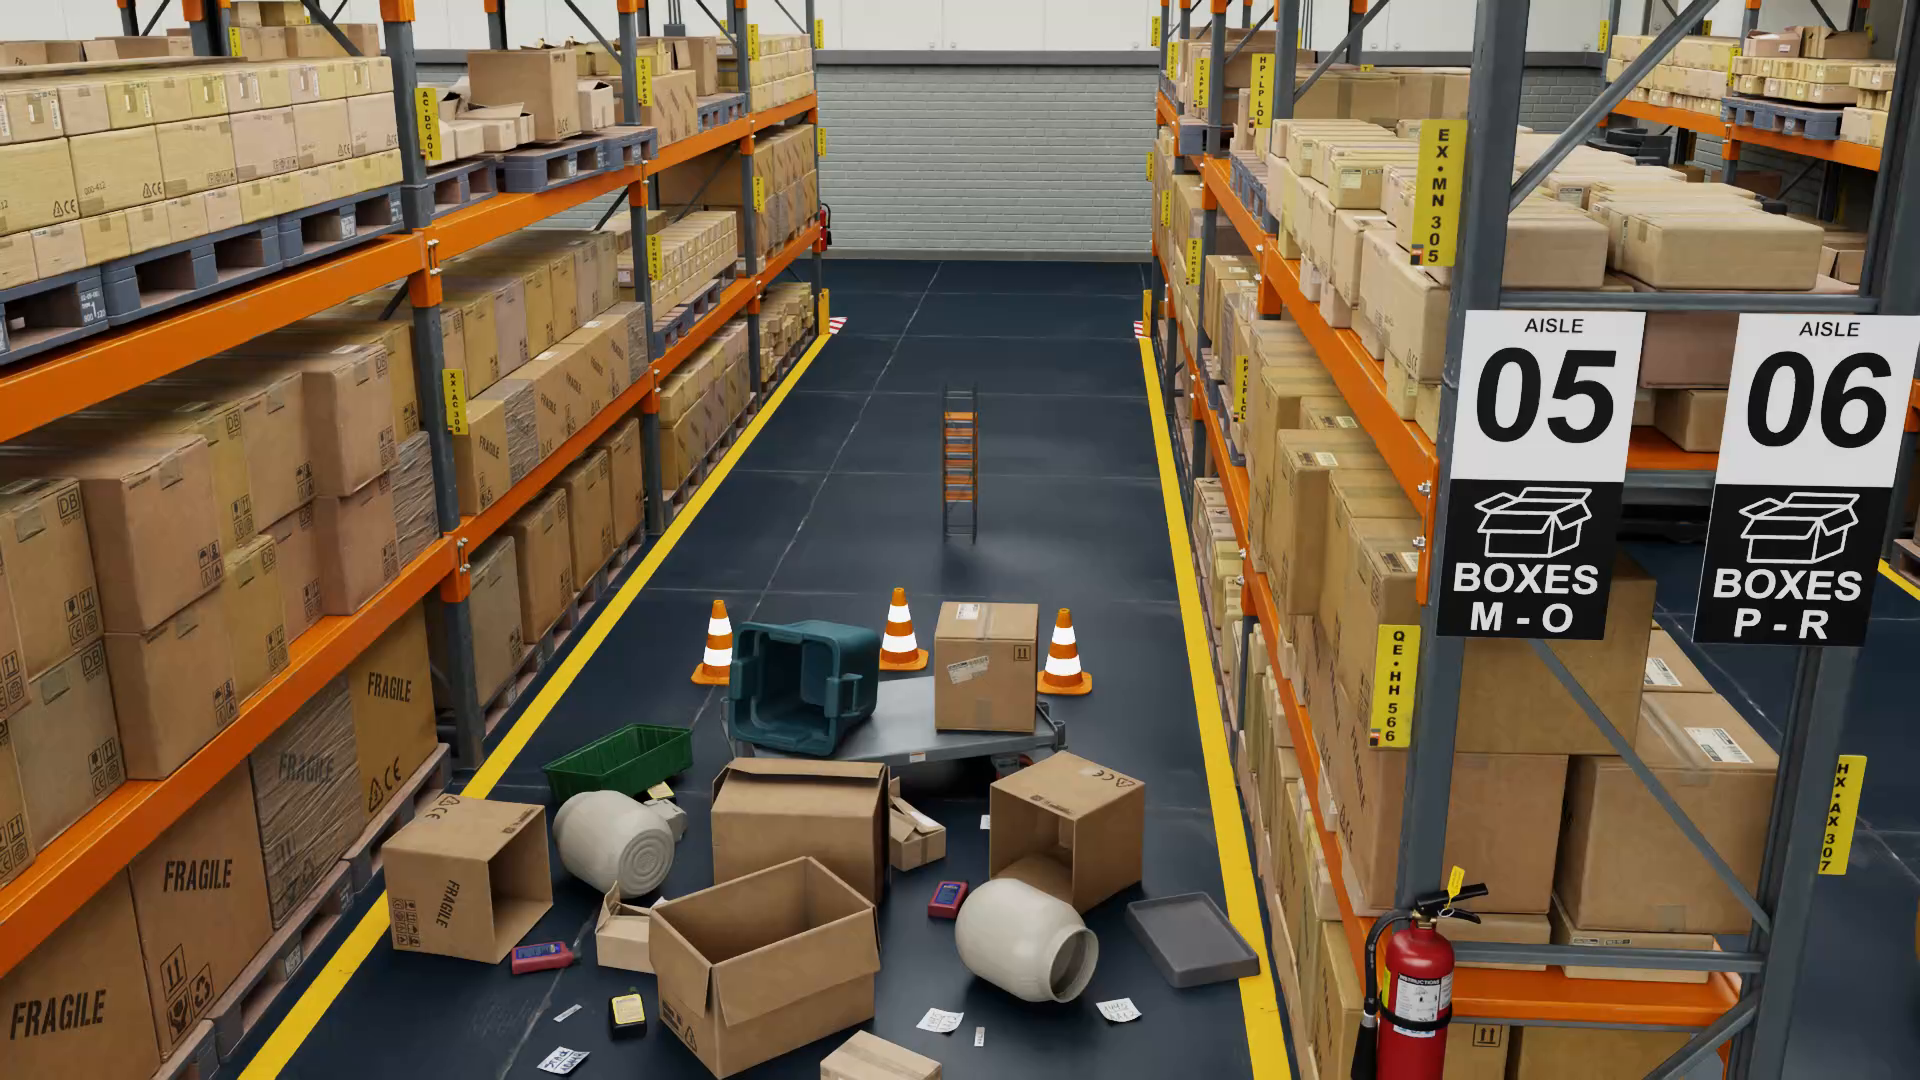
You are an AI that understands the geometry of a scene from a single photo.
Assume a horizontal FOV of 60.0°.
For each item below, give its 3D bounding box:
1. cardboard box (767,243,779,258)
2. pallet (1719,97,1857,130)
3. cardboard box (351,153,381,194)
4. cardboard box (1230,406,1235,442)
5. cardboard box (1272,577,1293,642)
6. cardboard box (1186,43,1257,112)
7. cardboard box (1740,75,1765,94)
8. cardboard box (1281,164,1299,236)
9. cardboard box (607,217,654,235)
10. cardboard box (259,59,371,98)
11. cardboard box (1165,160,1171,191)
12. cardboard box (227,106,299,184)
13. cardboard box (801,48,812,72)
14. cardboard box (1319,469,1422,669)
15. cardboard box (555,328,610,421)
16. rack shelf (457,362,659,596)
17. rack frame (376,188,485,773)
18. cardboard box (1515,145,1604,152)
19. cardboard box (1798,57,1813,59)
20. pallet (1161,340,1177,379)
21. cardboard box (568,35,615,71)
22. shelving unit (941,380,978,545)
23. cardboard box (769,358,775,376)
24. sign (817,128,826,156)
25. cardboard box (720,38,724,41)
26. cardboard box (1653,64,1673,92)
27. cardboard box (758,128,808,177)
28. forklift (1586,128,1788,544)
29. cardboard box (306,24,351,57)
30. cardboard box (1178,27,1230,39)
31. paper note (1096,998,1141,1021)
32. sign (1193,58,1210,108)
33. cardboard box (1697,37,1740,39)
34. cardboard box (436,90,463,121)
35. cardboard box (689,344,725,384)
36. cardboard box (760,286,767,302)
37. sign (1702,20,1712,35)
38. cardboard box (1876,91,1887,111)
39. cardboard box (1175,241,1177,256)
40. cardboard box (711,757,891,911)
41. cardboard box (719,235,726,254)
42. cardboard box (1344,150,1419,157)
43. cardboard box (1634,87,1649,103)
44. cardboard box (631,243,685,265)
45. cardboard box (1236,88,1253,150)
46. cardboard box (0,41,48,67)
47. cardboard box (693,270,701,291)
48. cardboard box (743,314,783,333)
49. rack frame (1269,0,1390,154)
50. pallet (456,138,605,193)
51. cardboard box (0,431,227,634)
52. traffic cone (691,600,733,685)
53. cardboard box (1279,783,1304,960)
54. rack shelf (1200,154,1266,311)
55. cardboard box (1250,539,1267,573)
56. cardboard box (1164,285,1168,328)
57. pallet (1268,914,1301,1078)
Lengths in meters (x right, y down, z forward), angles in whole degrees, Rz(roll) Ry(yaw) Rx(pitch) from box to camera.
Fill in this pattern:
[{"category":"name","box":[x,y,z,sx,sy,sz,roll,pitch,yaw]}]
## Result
[{"category":"cardboard box","box":[-2.087,-3.011,17.199,0.380,0.149,0.250,2,18,5]},{"category":"pallet","box":[7.326,-3.669,14.288,1.213,0.211,1.003,1,18,4]},{"category":"cardboard box","box":[-2.752,-1.593,7.218,0.380,0.149,0.250,2,18,5]},{"category":"cardboard box","box":[1.713,-0.647,9.309,0.380,0.149,0.250,1,18,4]},{"category":"cardboard box","box":[1.546,0.095,6.679,0.500,0.500,0.500,1,18,3]},{"category":"cardboard box","box":[2.041,-3.628,13.025,0.500,0.500,0.500,1,18,4]},{"category":"cardboard box","box":[6.971,-3.924,14.332,0.380,0.149,0.250,1,18,5]},{"category":"cardboard box","box":[1.585,-1.364,6.713,0.500,0.250,0.500,1,18,3]},{"category":"cardboard box","box":[-2.975,-2.807,14.947,0.380,0.149,0.250,1,18,4]},{"category":"cardboard box","box":[-2.753,-1.971,7.092,0.380,0.149,0.250,1,18,4]},{"category":"cardboard box","box":[2.294,-3.477,16.449,0.500,0.500,0.500,1,18,3]},{"category":"cardboard box","box":[-2.880,-1.510,6.325,0.500,0.250,0.500,1,18,3]},{"category":"cardboard box","box":[-1.946,-5.408,18.731,0.500,0.250,0.500,1,18,2]},{"category":"cardboard box","box":[1.494,0.099,5.061,0.700,0.500,0.500,1,18,4]},{"category":"cardboard box","box":[-2.578,-1.072,10.717,0.500,0.500,0.500,1,18,3]},{"category":"rack shelf","box":[-2.884,-0.518,10.341,1.077,0.370,4.000,1,18,4]},{"category":"rack frame","box":[-3.027,-0.238,8.333,1.000,3.000,0.127,1,18,4]},{"category":"cardboard box","box":[2.087,-1.336,5.990,0.380,0.149,0.250,1,18,5]},{"category":"cardboard box","box":[7.537,-4.133,14.492,0.380,0.149,0.250,1,18,3]},{"category":"pallet","box":[2.709,-1.933,17.983,1.003,0.211,1.213,1,18,4]},{"category":"cardboard box","box":[-2.899,-3.849,13.144,0.396,0.266,0.258,1,18,4]},{"category":"shelving unit","box":[-0.001,-0.566,12.222,0.258,1.200,0.189,1,18,4]},{"category":"cardboard box","box":[-2.088,-1.756,16.869,0.380,0.149,0.250,2,18,6]},{"category":"sign","box":[-1.615,-4.647,19.421,0.100,0.325,0.005,1,18,4]},{"category":"cardboard box","box":[-2.639,-5.089,17.116,0.380,0.149,0.250,1,18,3]},{"category":"cardboard box","box":[7.346,-4.662,16.780,0.500,0.250,0.500,1,18,3]},{"category":"cardboard box","box":[-1.988,-4.324,18.558,0.500,0.500,0.500,1,18,2]},{"category":"forklift","box":[5.357,-1.530,12.384,3.031,2.935,1.130,3,18,8]},{"category":"cardboard box","box":[-7.251,-5.493,18.555,0.700,0.500,0.500,1,18,2]},{"category":"cardboard box","box":[2.484,-4.983,17.001,0.500,0.500,0.500,2,18,5]},{"category":"paper note","box":[0.636,1.875,6.651,0.142,0.019,0.148,-5,19,-15]},{"category":"sign","box":[1.651,-3.125,11.368,0.100,0.325,0.005,1,18,4]},{"category":"cardboard box","box":[7.911,-5.043,17.140,0.500,0.250,0.500,1,18,4]},{"category":"cardboard box","box":[-3.121,-2.418,9.475,0.500,0.311,0.500,1,18,2]},{"category":"cardboard box","box":[-2.329,-1.530,14.411,0.500,0.250,0.500,0,18,1]},{"category":"cardboard box","box":[-2.443,-2.849,19.250,0.380,0.149,0.250,2,18,5]},{"category":"sign","box":[8.281,-5.604,18.469,0.100,0.325,0.005,1,18,4]},{"category":"cardboard box","box":[7.065,-3.267,12.358,0.380,0.149,0.250,1,18,4]},{"category":"cardboard box","box":[2.169,-2.517,14.726,0.500,0.250,0.500,2,18,5]},{"category":"cardboard box","box":[-0.710,1.312,7.392,0.797,0.637,0.503,1,18,4]},{"category":"cardboard box","box":[-2.323,-2.658,14.968,0.380,0.149,0.250,2,18,6]},{"category":"cardboard box","box":[1.540,-1.269,5.784,0.380,0.149,0.250,2,18,5]},{"category":"cardboard box","box":[7.314,-4.671,17.446,0.380,0.149,0.250,1,18,4]},{"category":"cardboard box","box":[-2.438,-2.309,13.425,0.380,0.149,0.250,2,18,6]},{"category":"cardboard box","box":[2.126,-2.580,10.502,0.700,0.500,0.500,1,18,4]},{"category":"cardboard box","box":[-7.734,-3.756,13.417,0.500,0.500,0.500,2,18,7]},{"category":"cardboard box","box":[-2.394,-2.188,14.012,0.380,0.149,0.250,1,18,2]},{"category":"cardboard box","box":[-2.079,-2.275,17.498,0.380,0.149,0.250,2,18,5]},{"category":"rack frame","box":[1.918,-3.010,7.157,1.000,3.000,0.127,1,18,4]},{"category":"pallet","box":[-2.811,-2.268,10.012,1.003,0.211,1.213,2,18,6]},{"category":"cardboard box","box":[-3.125,-0.038,5.748,0.875,0.550,0.550,1,18,4]},{"category":"traffic cone","box":[-1.425,0.584,9.896,0.336,0.463,0.334,1,18,4]},{"category":"cardboard box","box":[1.505,1.261,6.296,0.500,0.500,0.500,1,18,3]},{"category":"rack shelf","box":[2.061,-1.864,9.632,1.077,0.370,4.000,1,18,4]},{"category":"cardboard box","box":[1.575,0.051,7.854,0.380,0.149,0.250,1,18,4]},{"category":"cardboard box","box":[2.830,-2.661,19.167,0.875,0.438,0.875,1,18,2]},{"category":"pallet","box":[1.820,1.755,6.727,1.003,0.211,1.213,1,18,4]}]
